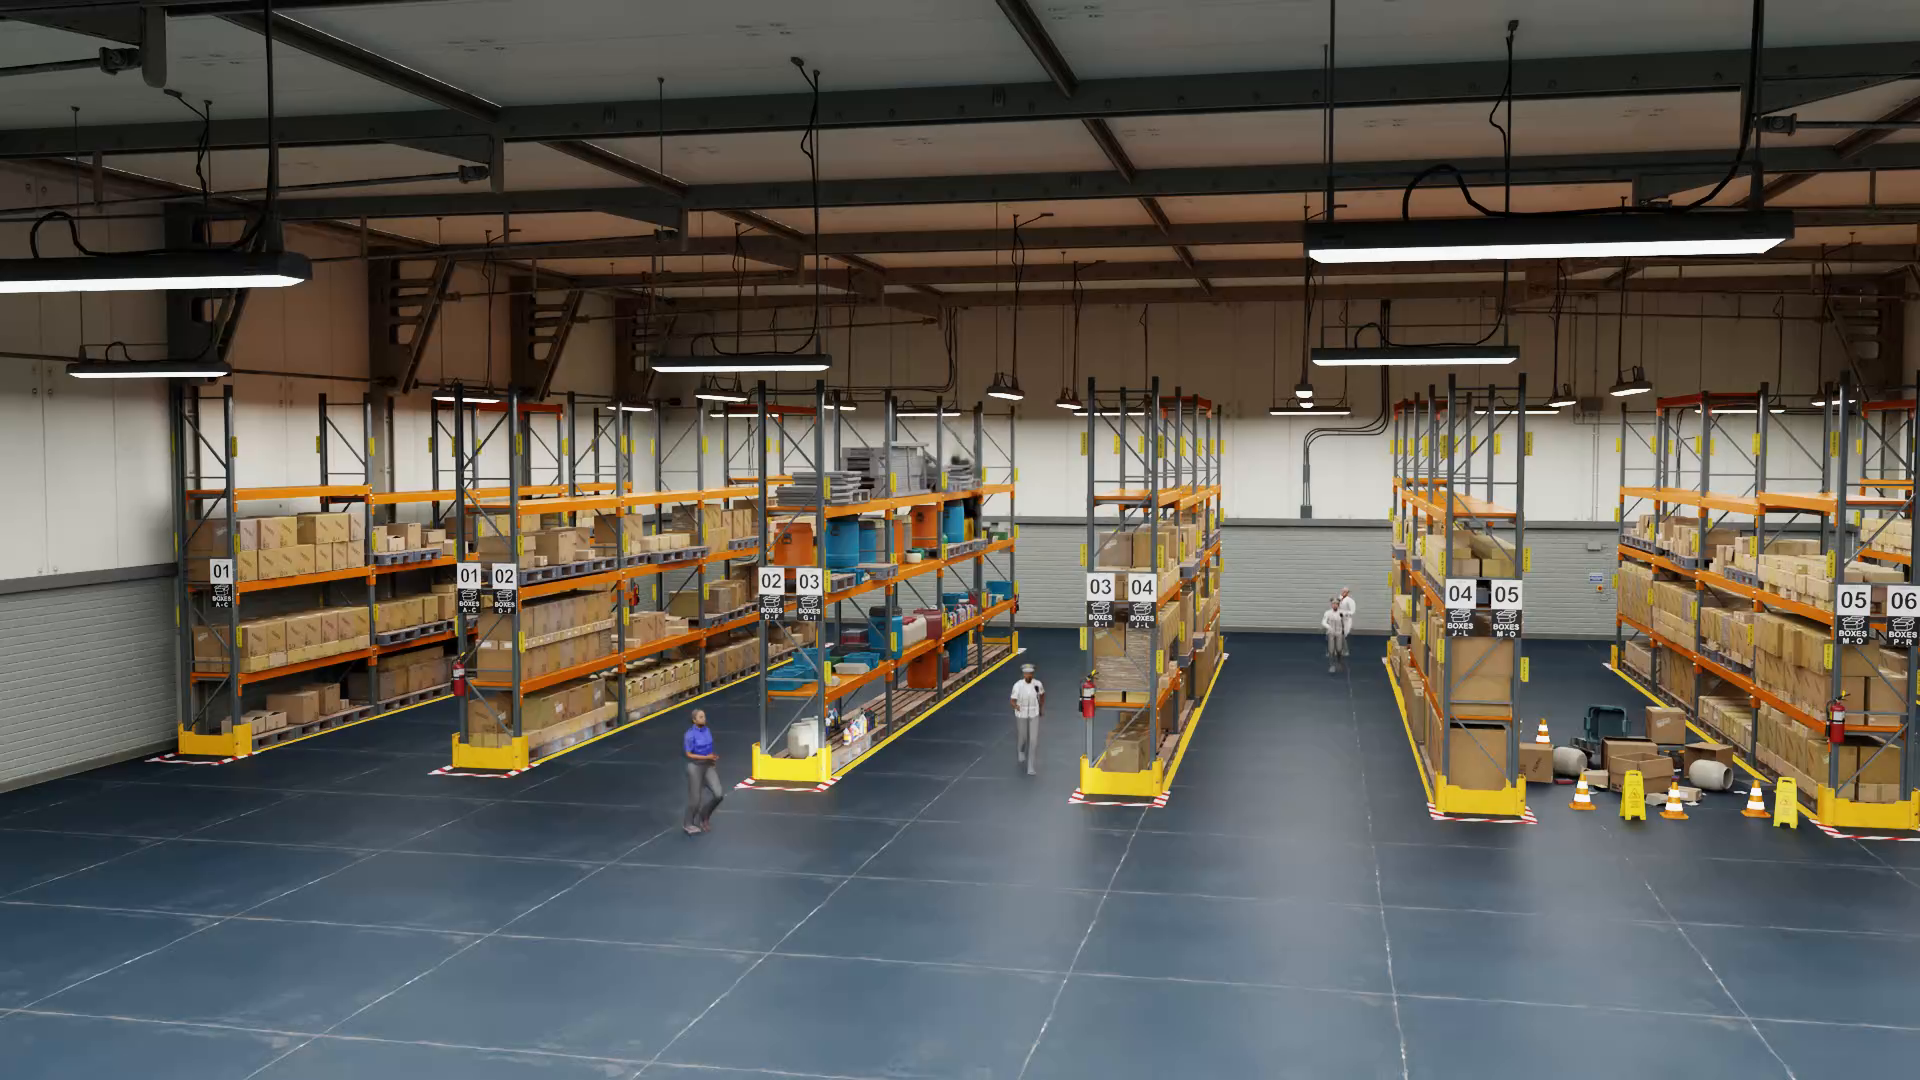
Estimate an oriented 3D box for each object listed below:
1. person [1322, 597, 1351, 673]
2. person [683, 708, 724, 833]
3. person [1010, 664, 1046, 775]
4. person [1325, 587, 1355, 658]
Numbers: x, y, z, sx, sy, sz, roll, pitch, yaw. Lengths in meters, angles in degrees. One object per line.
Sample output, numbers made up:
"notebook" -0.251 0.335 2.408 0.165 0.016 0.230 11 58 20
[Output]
"person" 8.326 2.115 36.784 0.637 1.693 0.653 1 3 14
"person" -3.308 2.977 21.406 0.649 1.628 0.549 3 4 40
"person" 1.050 2.725 25.697 0.561 1.682 0.889 0 3 -2
"person" 9.075 1.969 39.327 0.703 1.761 0.810 -2 4 -36
